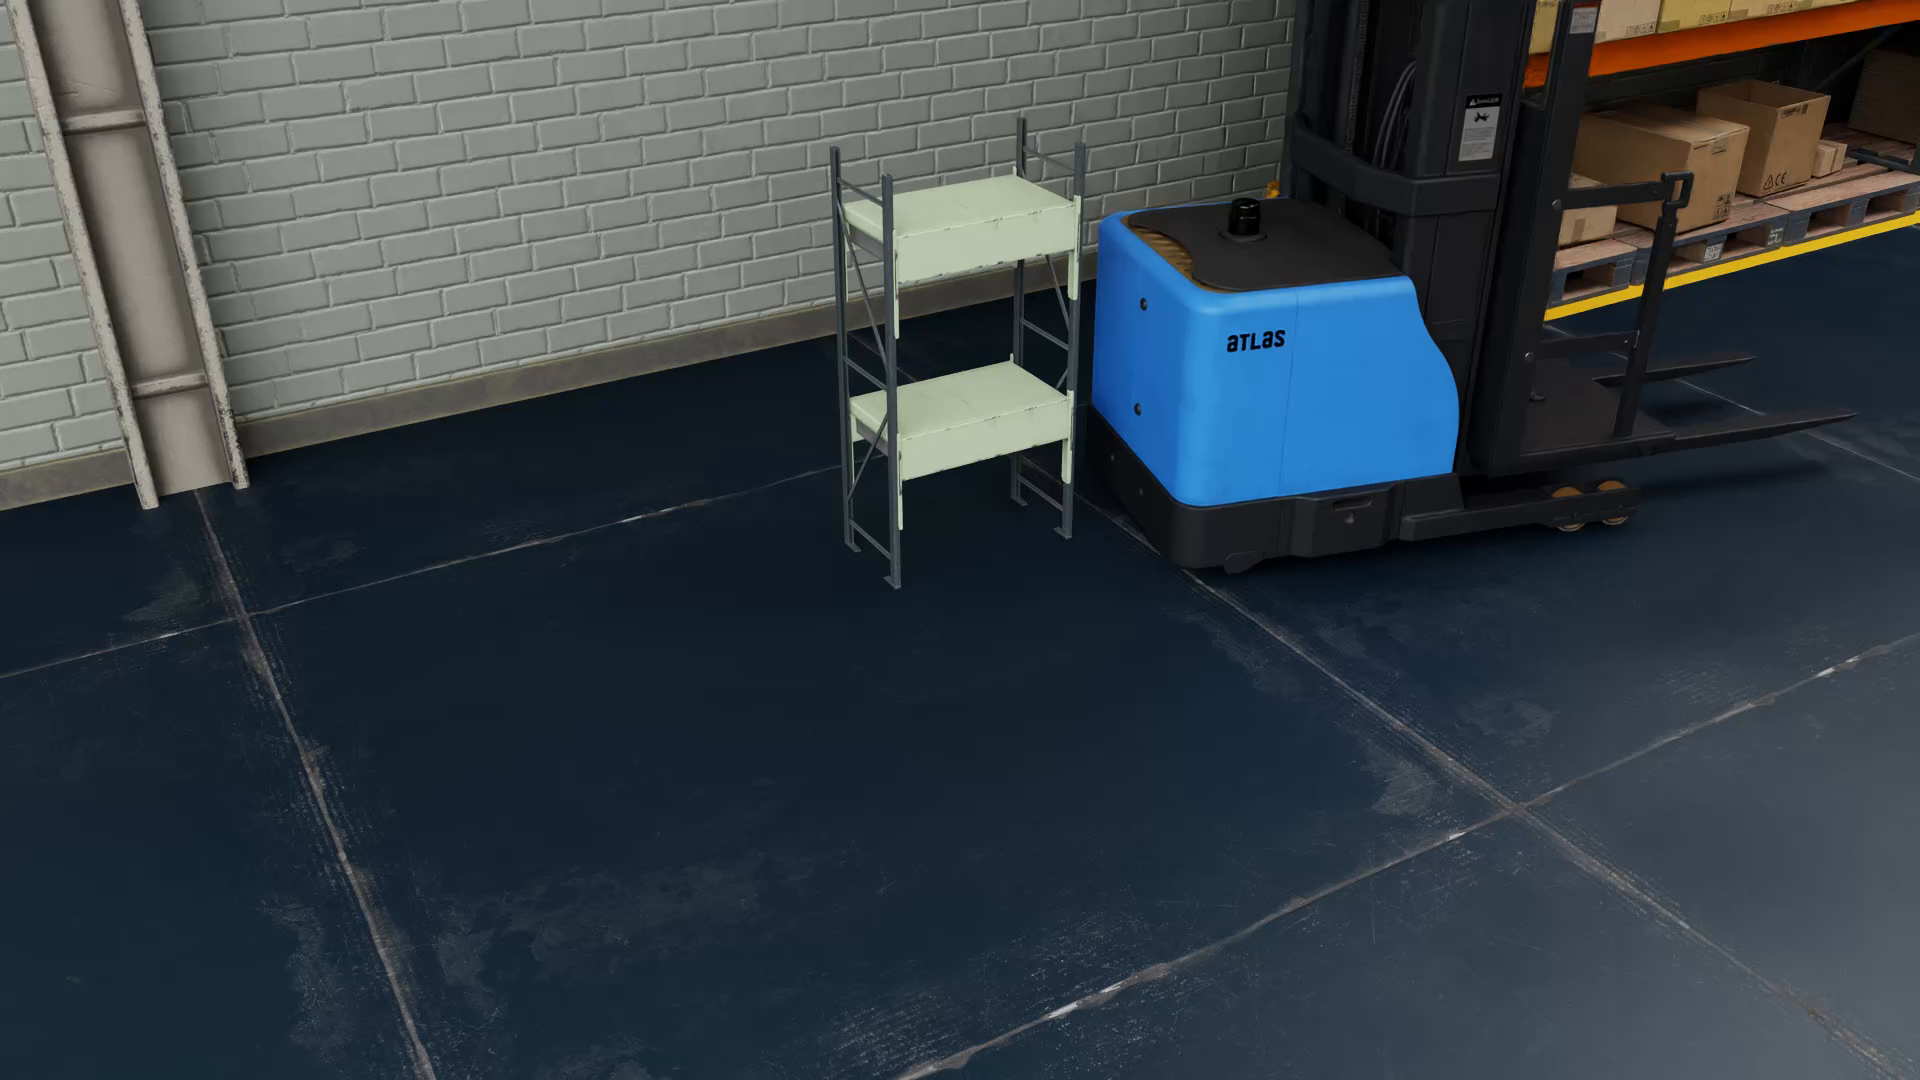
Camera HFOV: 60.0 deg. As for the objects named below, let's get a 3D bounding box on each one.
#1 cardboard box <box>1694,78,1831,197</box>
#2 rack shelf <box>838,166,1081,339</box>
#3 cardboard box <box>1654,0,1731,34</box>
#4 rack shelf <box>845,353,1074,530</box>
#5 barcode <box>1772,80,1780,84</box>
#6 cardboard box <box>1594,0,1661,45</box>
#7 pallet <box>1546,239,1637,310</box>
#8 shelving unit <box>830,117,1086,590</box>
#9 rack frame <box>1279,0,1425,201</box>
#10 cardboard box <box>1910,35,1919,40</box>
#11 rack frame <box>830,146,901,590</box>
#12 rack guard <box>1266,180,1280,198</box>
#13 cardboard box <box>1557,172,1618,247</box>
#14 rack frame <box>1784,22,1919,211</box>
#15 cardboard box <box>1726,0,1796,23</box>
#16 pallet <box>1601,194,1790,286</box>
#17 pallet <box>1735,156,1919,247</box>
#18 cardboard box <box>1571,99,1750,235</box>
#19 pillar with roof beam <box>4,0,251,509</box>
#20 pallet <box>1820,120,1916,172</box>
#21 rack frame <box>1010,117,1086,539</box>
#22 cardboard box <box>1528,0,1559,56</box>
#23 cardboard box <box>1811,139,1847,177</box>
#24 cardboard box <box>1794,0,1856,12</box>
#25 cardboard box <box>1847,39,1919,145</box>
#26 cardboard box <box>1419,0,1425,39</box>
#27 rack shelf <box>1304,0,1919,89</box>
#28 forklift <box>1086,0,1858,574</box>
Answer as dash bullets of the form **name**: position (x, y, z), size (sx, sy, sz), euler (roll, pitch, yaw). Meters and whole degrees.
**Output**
- **cardboard box**: position (4.502, -2.287, 9.421), size (0.500, 0.500, 0.500), euler (-19, 34, -30)
- **rack shelf**: position (-0.006, -0.997, 5.696), size (0.720, 0.370, 0.431), euler (-16, 33, -26)
- **cardboard box**: position (3.392, -2.666, 8.111), size (0.500, 0.250, 0.500), euler (-16, 33, -27)
- **rack shelf**: position (-0.006, -0.370, 6.042), size (0.720, 0.370, 0.431), euler (-16, 33, -26)
- **barcode**: position (4.789, -2.666, 9.776), size (0.075, 0.075, 0.001), euler (-16, 33, -26)
- **cardboard box**: position (2.950, -2.544, 7.889), size (0.500, 0.250, 0.500), euler (-17, 33, -28)
- **pallet**: position (2.712, -1.462, 8.681), size (1.213, 0.211, 1.003), euler (-16, 33, -26)
- **shelving unit**: position (-0.006, -0.655, 5.885), size (0.755, 1.500, 0.431), euler (-16, 33, -26)
- **rack frame**: position (1.928, -2.480, 7.640), size (0.127, 3.000, 1.000), euler (-16, 33, -26)
- **cardboard box**: position (6.423, -2.892, 10.518), size (0.500, 0.500, 0.700), euler (-17, 33, -27)
- **rack frame**: position (-0.321, -0.565, 5.722), size (0.023, 1.500, 0.400), euler (-16, 33, -26)
- **rack guard**: position (1.993, -1.404, 8.278), size (0.348, 0.500, 1.175), euler (-16, 33, -26)
- **cardboard box**: position (3.061, -1.767, 8.675), size (0.500, 0.311, 0.500), euler (-13, 31, -22)
- **rack frame**: position (5.376, -3.459, 9.414), size (0.127, 3.000, 1.000), euler (-16, 33, -26)
- **cardboard box**: position (3.829, -2.789, 8.333), size (0.500, 0.250, 0.500), euler (-16, 32, -26)
- **pallet**: position (3.762, -1.759, 9.219), size (1.213, 0.211, 1.003), euler (-16, 33, -26)
- **pallet**: position (4.815, -2.059, 9.763), size (1.213, 0.211, 1.003), euler (-16, 33, -26)
- **cardboard box**: position (3.719, -2.009, 8.917), size (0.500, 0.500, 0.700), euler (-18, 34, -29)
- **pillar with roof beam**: position (-0.899, -2.376, 1.243), size (0.400, 9.000, 9.100), euler (-16, 33, -26)
- **pallet**: position (6.047, -2.430, 10.434), size (1.213, 0.211, 1.003), euler (-16, 33, -26)
- **rack frame**: position (0.310, -0.745, 6.047), size (0.023, 1.500, 0.400), euler (-16, 33, -26)
- **cardboard box**: position (2.509, -2.411, 7.648), size (0.500, 0.250, 0.500), euler (-17, 33, -28)
- **cardboard box**: position (4.930, -2.268, 9.732), size (0.250, 0.166, 0.380), euler (-21, 35, -33)
- **cardboard box**: position (4.262, -2.912, 8.557), size (0.500, 0.250, 0.500), euler (-16, 33, -27)
- **cardboard box**: position (6.003, -2.745, 10.251), size (0.500, 0.500, 0.700), euler (-15, 32, -25)
- **cardboard box**: position (2.232, -2.619, 8.025), size (0.500, 0.250, 0.500), euler (-15, 32, -26)
- **rack shelf**: position (3.652, -2.655, 8.701), size (4.000, 0.370, 1.077), euler (-16, 33, -26)
- **forklift**: position (2.083, -1.552, 6.029), size (3.031, 2.935, 1.130), euler (-8, 30, -14)
